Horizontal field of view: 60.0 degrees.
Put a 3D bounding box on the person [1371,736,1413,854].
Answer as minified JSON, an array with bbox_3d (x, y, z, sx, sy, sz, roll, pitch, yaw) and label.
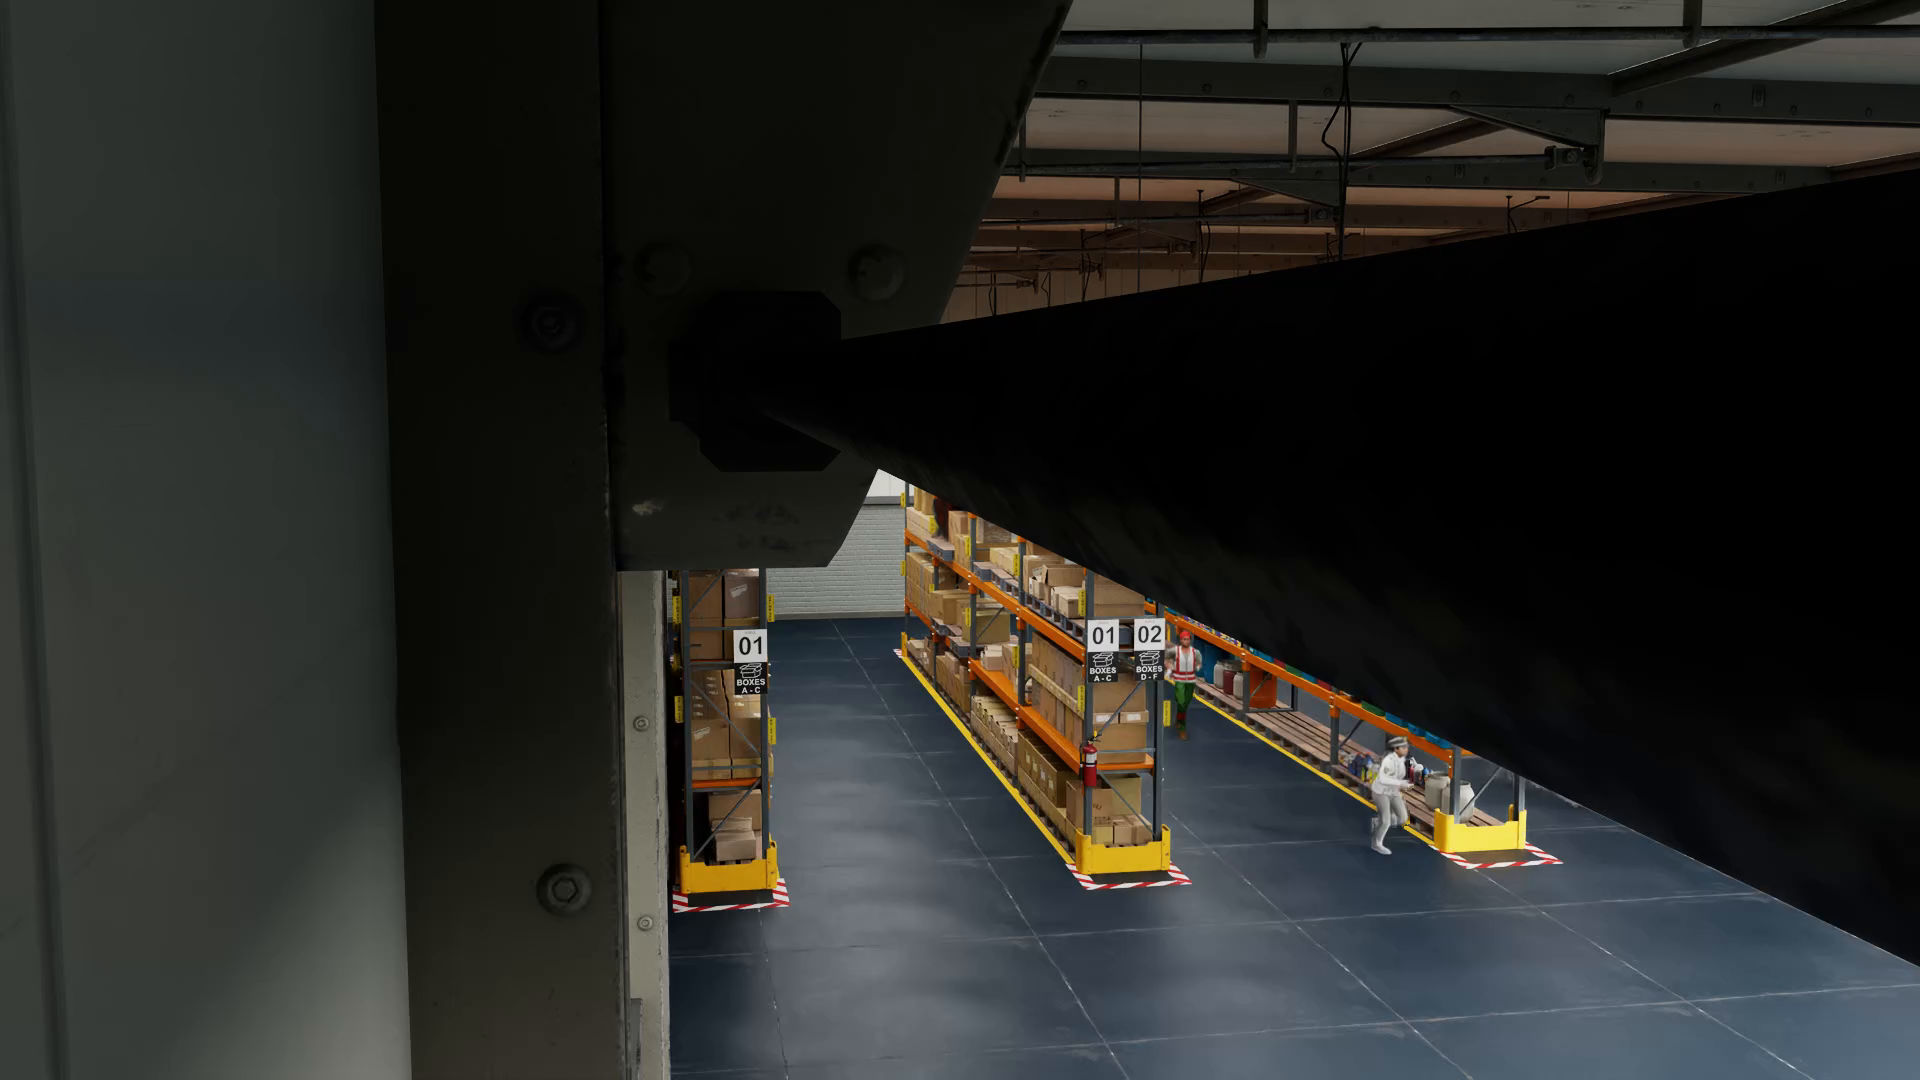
[{"bbox_3d":[5.613,3.308,21.564,0.602,1.610,0.644,-5,8,-39],"label":"person"}]

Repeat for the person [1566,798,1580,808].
[{"bbox_3d":[9.001,2.983,23.831,0.664,1.745,0.648,-3,7,-29],"label":"person"}]

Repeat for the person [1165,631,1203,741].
[{"bbox_3d":[3.852,2.472,28.607,0.638,1.845,0.843,-1,6,-11],"label":"person"}]
